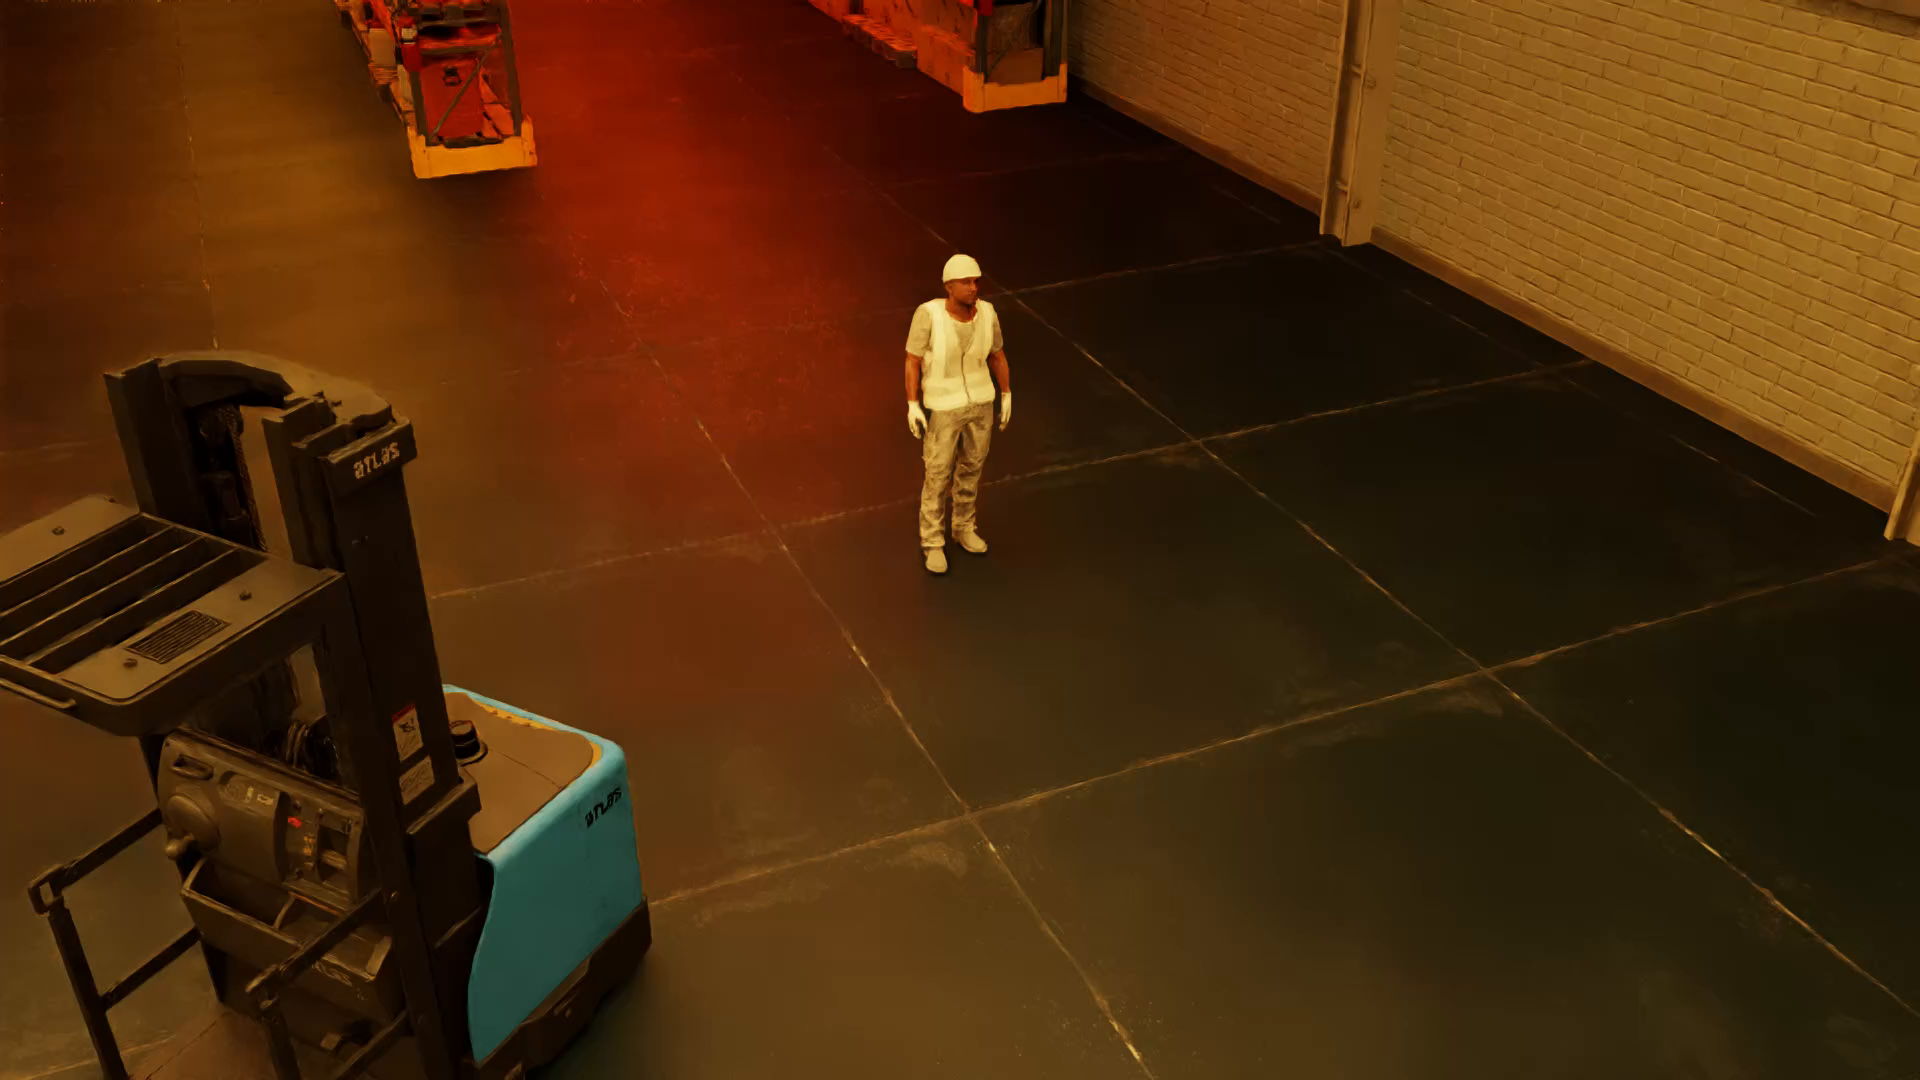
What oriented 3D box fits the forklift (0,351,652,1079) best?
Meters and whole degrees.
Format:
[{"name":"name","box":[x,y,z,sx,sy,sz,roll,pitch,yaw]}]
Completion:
[{"name":"forklift","box":[-2.428,0.997,5.377,1.130,2.935,3.031,15,33,24]}]

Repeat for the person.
[{"name":"person","box":[0.022,-0.746,9.566,0.655,1.782,0.576,-12,32,-20]}]
